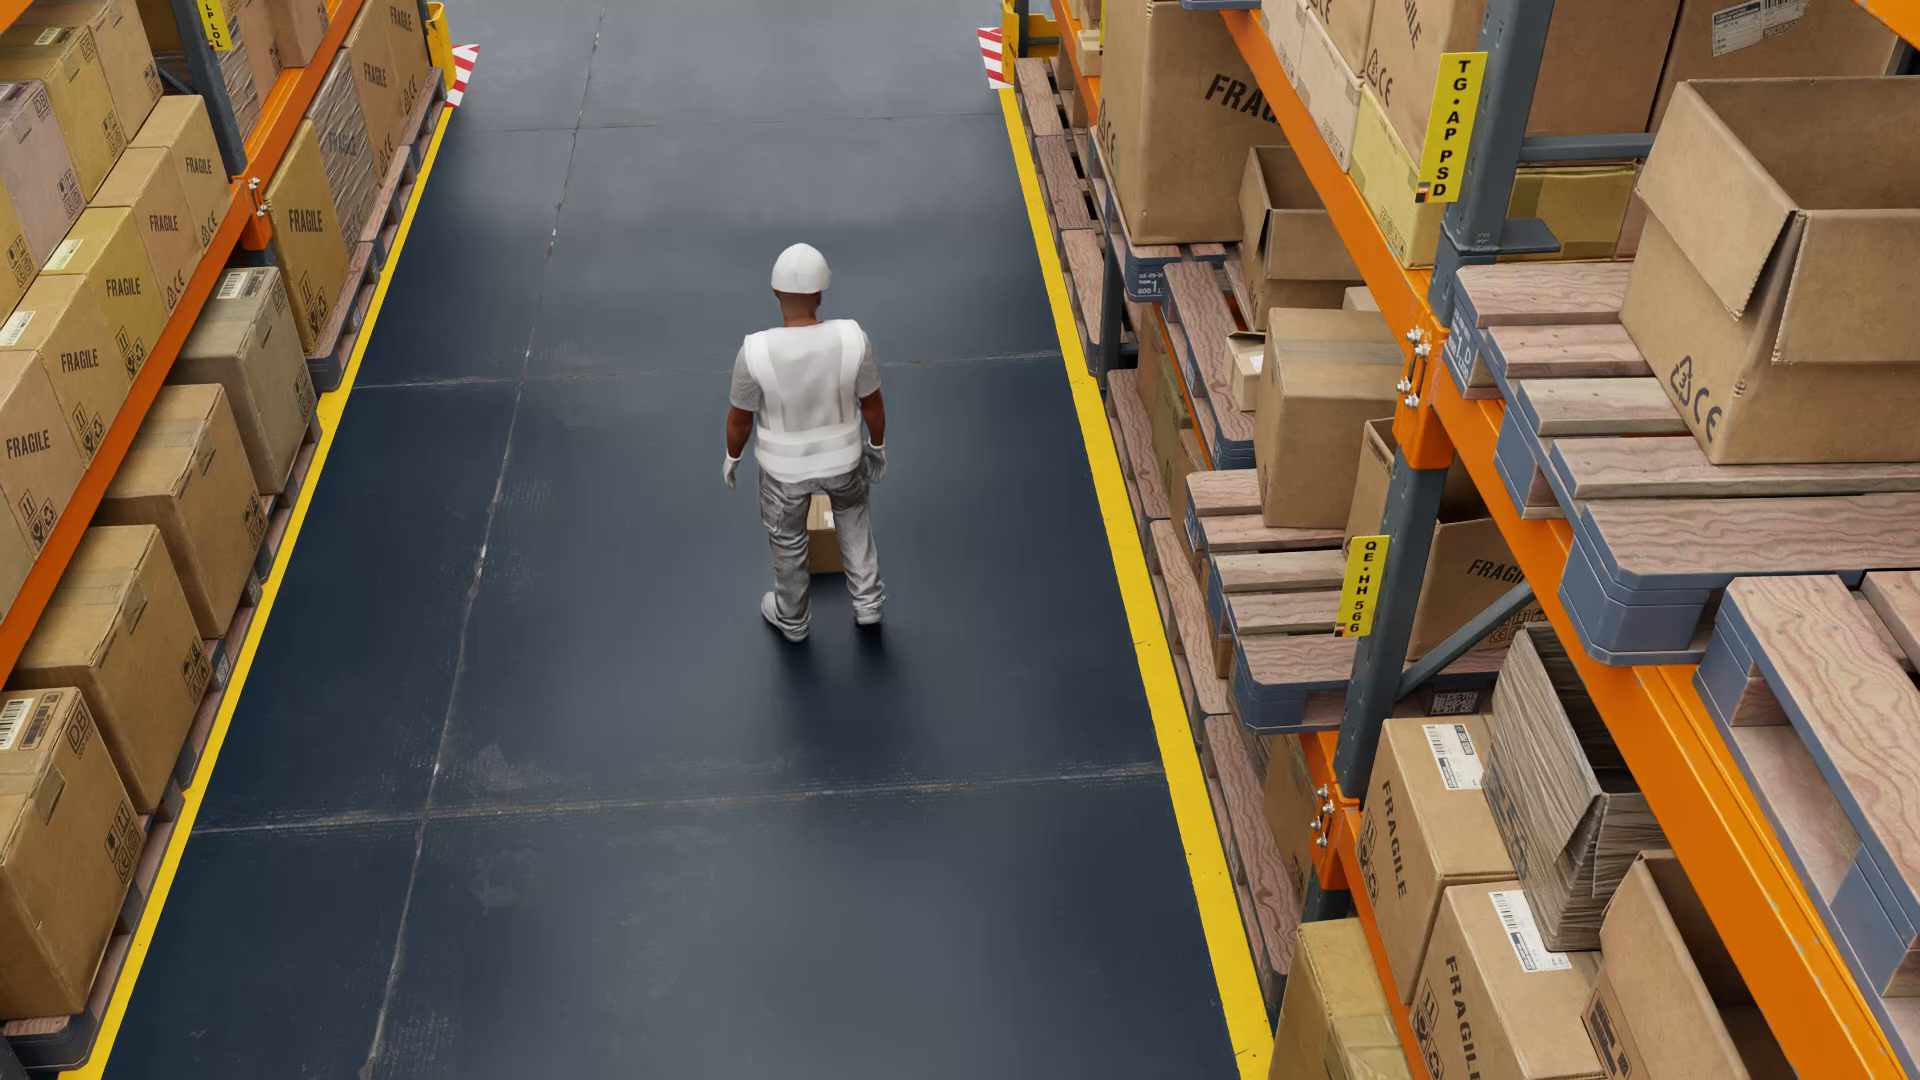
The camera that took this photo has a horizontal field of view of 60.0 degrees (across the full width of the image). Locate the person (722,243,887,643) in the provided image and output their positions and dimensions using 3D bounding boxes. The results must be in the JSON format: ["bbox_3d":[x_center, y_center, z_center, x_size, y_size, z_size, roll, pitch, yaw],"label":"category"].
[{"bbox_3d":[-0.611,-0.327,6.530,0.626,1.800,0.442,-14,41,-17],"label":"person"}]
